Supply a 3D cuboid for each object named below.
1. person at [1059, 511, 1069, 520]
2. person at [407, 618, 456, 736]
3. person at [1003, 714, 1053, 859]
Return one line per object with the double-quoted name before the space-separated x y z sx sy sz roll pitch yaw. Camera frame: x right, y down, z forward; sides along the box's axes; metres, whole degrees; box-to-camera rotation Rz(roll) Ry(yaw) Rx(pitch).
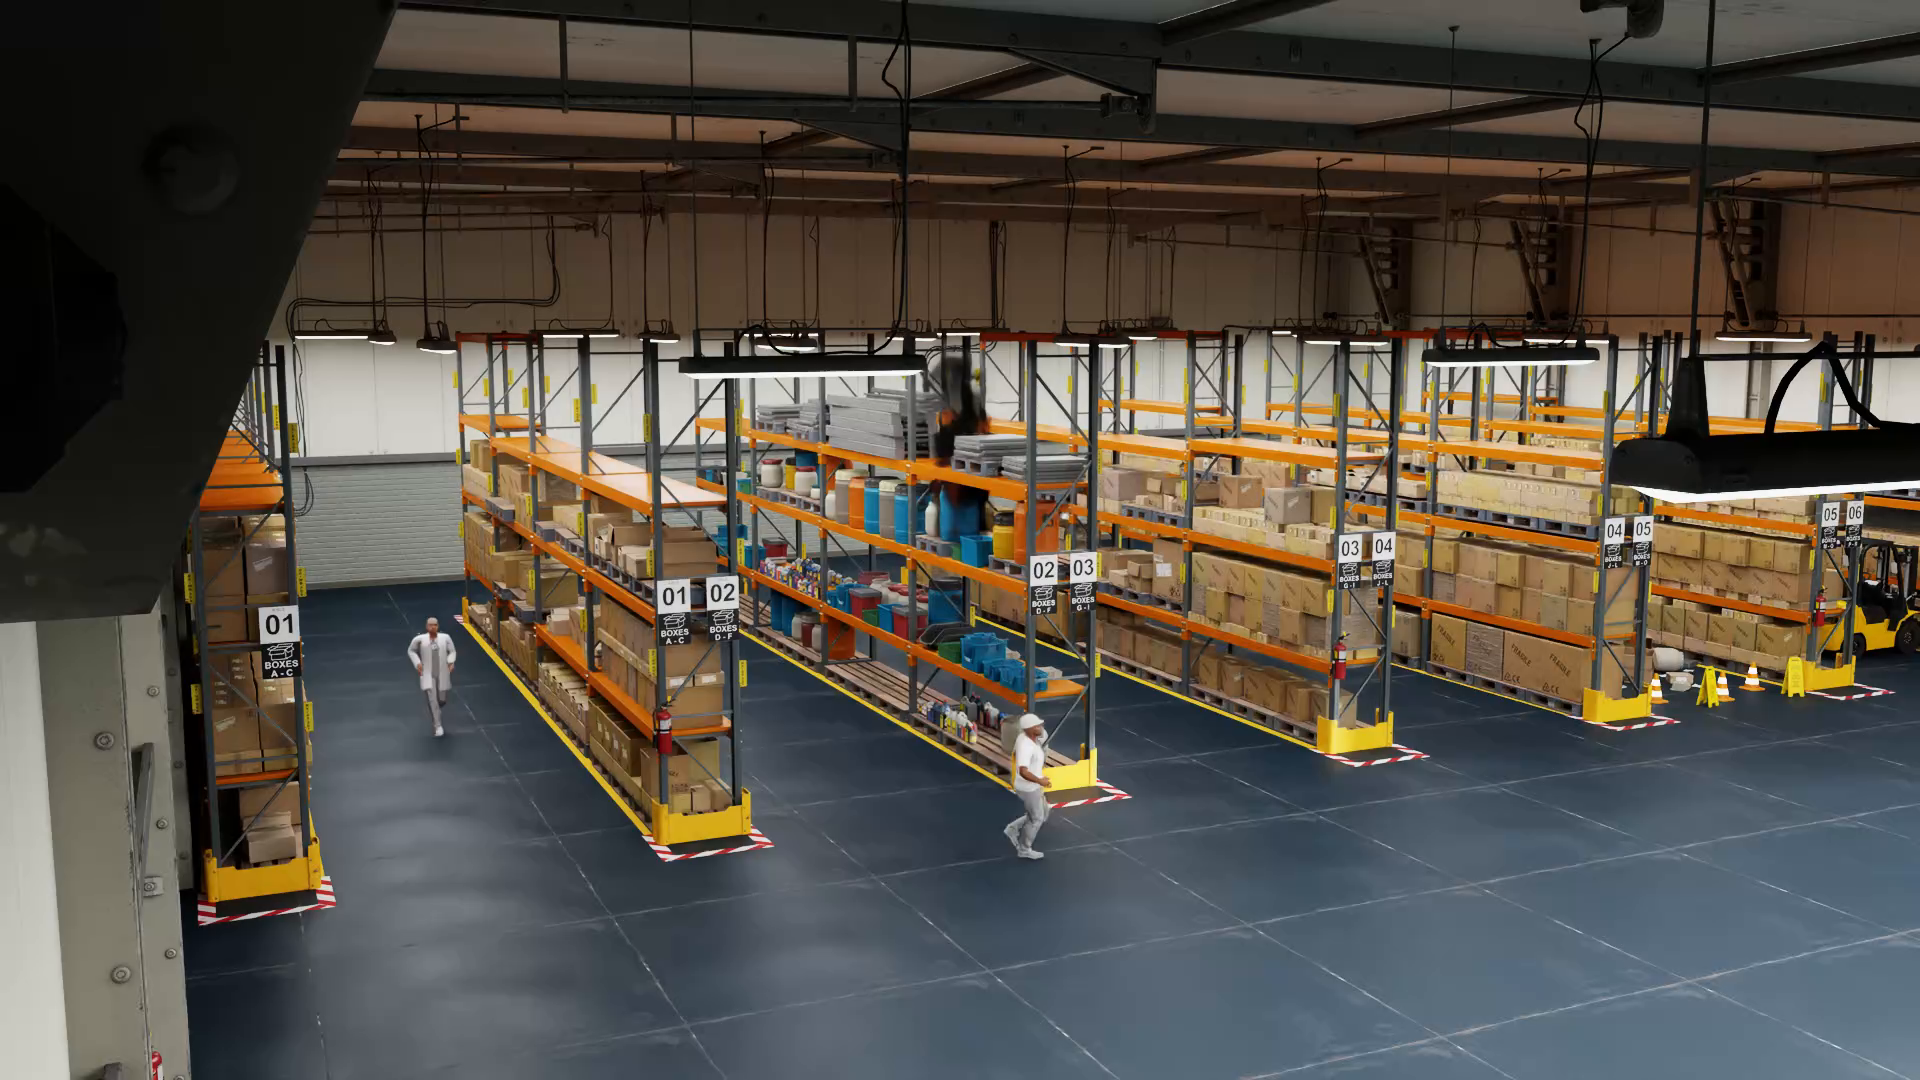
"person" 2.439 -0.079 41.238 0.634 1.770 0.706 2 8 15
"person" -8.050 2.058 25.424 0.711 1.765 0.880 -4 9 -25
"person" 0.813 2.872 19.385 0.543 1.725 0.705 1 8 4
